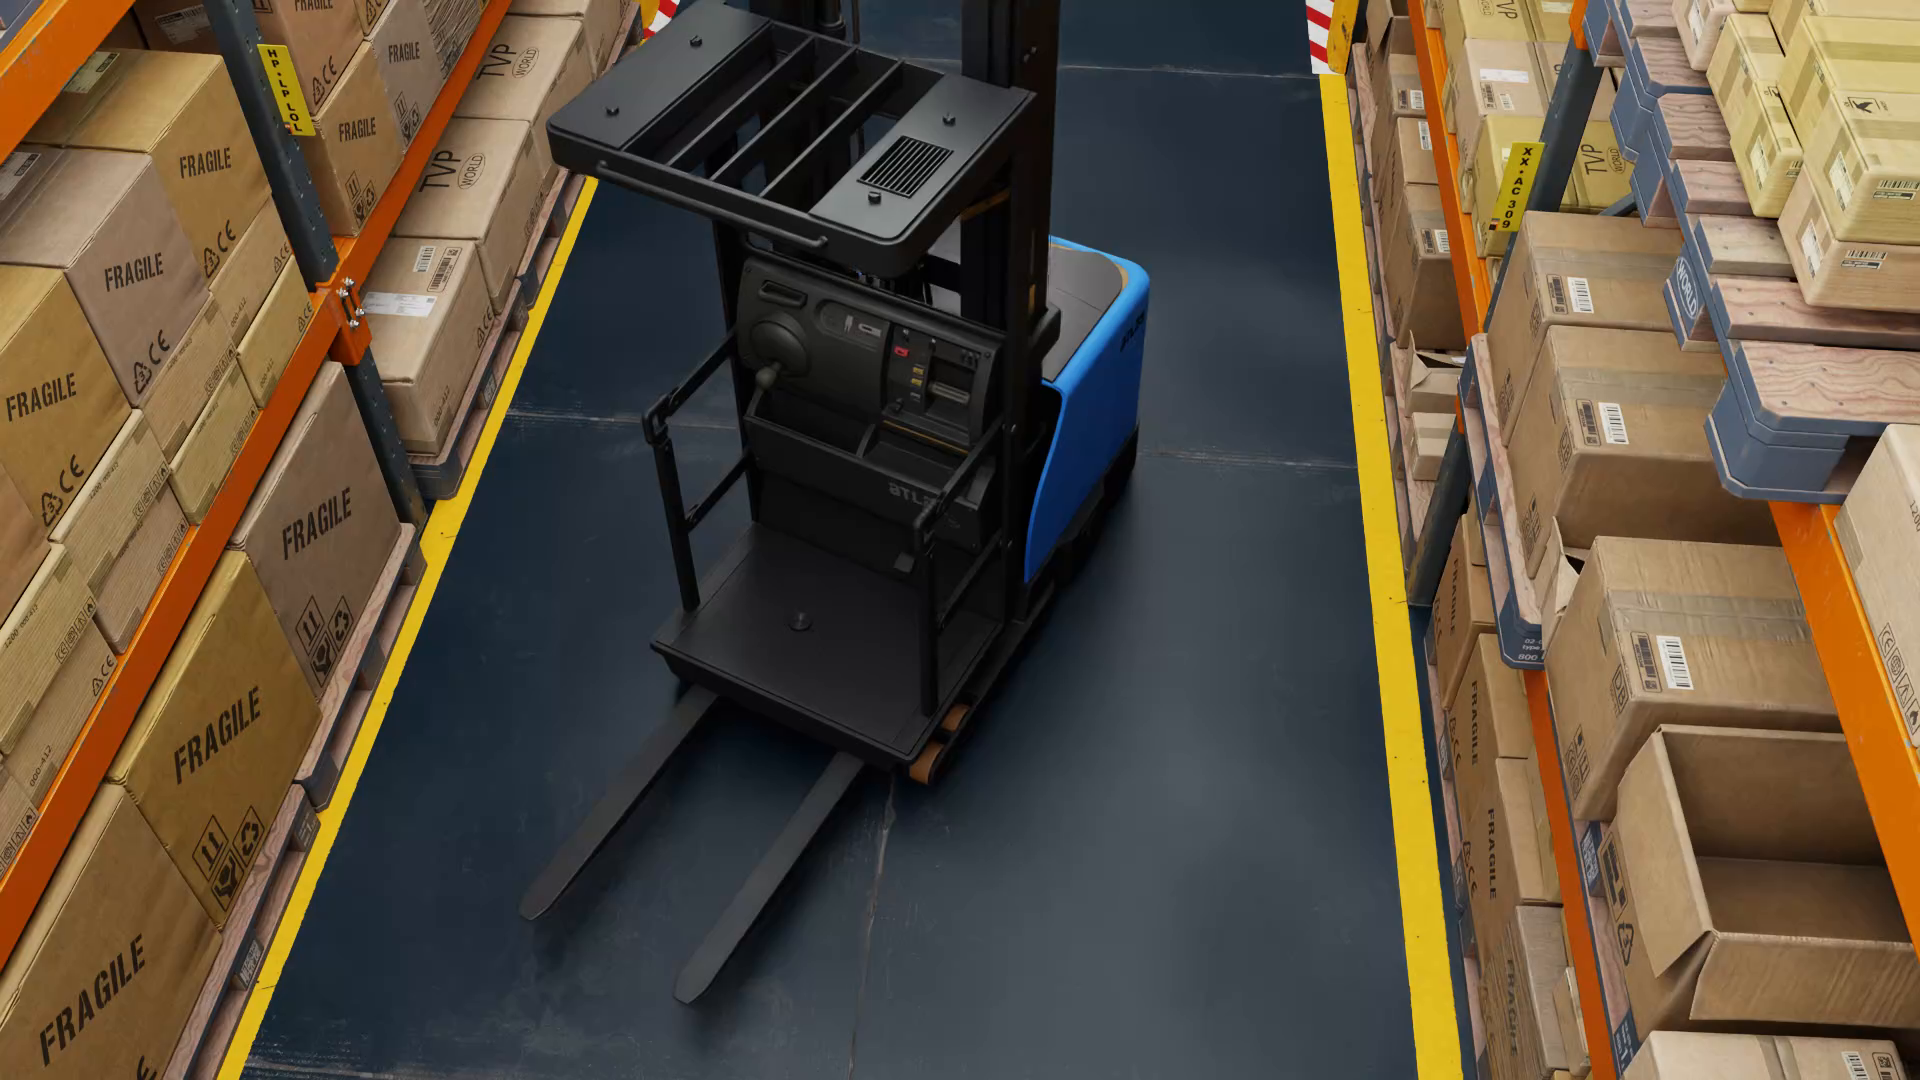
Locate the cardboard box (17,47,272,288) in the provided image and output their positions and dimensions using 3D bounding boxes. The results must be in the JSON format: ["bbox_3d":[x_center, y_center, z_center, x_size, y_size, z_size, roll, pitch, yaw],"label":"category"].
[{"bbox_3d":[-2.477,-1.120,4.996,0.500,0.500,0.500,5,48,5],"label":"cardboard box"}]

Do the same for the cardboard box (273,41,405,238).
[{"bbox_3d":[-2.383,-1.455,5.980,0.500,0.500,0.500,5,48,5],"label":"cardboard box"}]

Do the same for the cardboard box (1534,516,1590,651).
[{"bbox_3d":[1.748,0.136,4.400,0.396,0.266,0.258,6,48,5],"label":"cardboard box"}]

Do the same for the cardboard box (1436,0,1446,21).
[{"bbox_3d":[2.198,-2.317,6.736,0.500,0.250,0.500,3,48,3],"label":"cardboard box"}]

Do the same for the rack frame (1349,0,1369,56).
[{"bbox_3d":[2.622,-3.703,8.104,1.000,3.000,0.127,4,48,4],"label":"rack frame"}]

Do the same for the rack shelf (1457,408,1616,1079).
[{"bbox_3d":[2.075,0.949,4.336,1.077,0.370,4.000,4,48,4],"label":"rack shelf"}]

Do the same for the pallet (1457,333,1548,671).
[{"bbox_3d":[2.076,-0.118,4.956,1.003,0.211,1.213,4,48,4],"label":"pallet"}]

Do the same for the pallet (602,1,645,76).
[{"bbox_3d":[-2.317,-2.500,8.893,1.003,0.211,1.213,4,48,4],"label":"pallet"}]

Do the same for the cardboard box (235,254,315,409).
[{"bbox_3d":[-2.476,-0.697,5.456,0.500,0.250,0.500,3,48,3],"label":"cardboard box"}]

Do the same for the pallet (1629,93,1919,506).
[{"bbox_3d":[2.036,-0.475,3.246,1.213,0.211,1.003,4,48,4],"label":"pallet"}]

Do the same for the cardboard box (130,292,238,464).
[{"bbox_3d":[-2.522,-0.504,4.941,0.500,0.250,0.500,5,48,4],"label":"cardboard box"}]

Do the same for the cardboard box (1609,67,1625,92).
[{"bbox_3d":[2.610,-1.528,6.015,0.500,0.250,0.500,3,48,3],"label":"cardboard box"}]

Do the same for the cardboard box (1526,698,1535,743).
[{"bbox_3d":[1.988,0.566,5.169,0.380,0.149,0.250,3,48,3],"label":"cardboard box"}]

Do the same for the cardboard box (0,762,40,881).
[{"bbox_3d":[-2.673,0.789,4.097,0.500,0.250,0.500,5,48,5],"label":"cardboard box"}]

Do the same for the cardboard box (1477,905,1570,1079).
[{"bbox_3d":[1.847,1.418,4.830,0.500,0.500,0.500,2,48,2],"label":"cardboard box"}]

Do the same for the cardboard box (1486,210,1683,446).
[{"bbox_3d":[1.990,-0.598,4.912,0.700,0.500,0.500,5,48,5],"label":"cardboard box"}]

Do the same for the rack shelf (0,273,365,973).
[{"bbox_3d":[-2.868,0.618,4.639,1.077,0.370,4.000,4,48,4],"label":"rack shelf"}]

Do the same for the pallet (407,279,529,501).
[{"bbox_3d":[-2.539,-0.707,7.253,1.003,0.211,1.213,4,48,4],"label":"pallet"}]

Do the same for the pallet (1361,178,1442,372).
[{"bbox_3d":[2.429,-1.226,7.728,1.003,0.211,1.213,4,48,4],"label":"pallet"}]

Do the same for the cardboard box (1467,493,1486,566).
[{"bbox_3d":[1.959,-0.034,5.719,0.380,0.149,0.250,6,48,5],"label":"cardboard box"}]

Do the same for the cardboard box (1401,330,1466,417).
[{"bbox_3d":[2.048,-0.674,6.902,0.396,0.266,0.258,5,48,5],"label":"cardboard box"}]

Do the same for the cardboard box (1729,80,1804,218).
[{"bbox_3d":[1.711,-0.737,3.176,0.380,0.149,0.250,5,48,4],"label":"cardboard box"}]

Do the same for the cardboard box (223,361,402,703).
[{"bbox_3d":[-2.663,-0.058,5.925,0.875,0.875,0.875,5,48,5],"label":"cardboard box"}]

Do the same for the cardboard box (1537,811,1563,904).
[{"bbox_3d":[1.903,0.929,4.837,0.380,0.149,0.250,5,48,5],"label":"cardboard box"}]

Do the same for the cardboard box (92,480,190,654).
[{"bbox_3d":[-2.589,0.047,4.776,0.500,0.250,0.500,3,48,2],"label":"cardboard box"}]

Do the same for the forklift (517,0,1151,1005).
[{"bbox_3d":[-0.413,-0.502,5.223,1.130,2.935,3.031,22,51,19],"label":"forklift"}]

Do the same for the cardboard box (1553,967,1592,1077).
[{"bbox_3d":[1.834,1.307,4.492,0.380,0.149,0.250,2,48,2],"label":"cardboard box"}]

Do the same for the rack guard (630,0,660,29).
[{"bbox_3d":[-2.319,-3.208,9.345,1.175,0.500,0.348,4,48,4],"label":"rack guard"}]

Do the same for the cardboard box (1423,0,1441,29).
[{"bbox_3d":[2.148,-2.256,6.951,0.380,0.149,0.250,5,48,4],"label":"cardboard box"}]

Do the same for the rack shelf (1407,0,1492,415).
[{"bbox_3d":[2.439,-1.990,7.025,1.077,0.370,4.000,4,48,4],"label":"rack shelf"}]

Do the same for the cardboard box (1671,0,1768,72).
[{"bbox_3d":[1.742,-1.113,3.520,0.380,0.149,0.250,4,48,4],"label":"cardboard box"}]

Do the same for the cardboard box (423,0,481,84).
[{"bbox_3d":[-2.281,-2.190,6.652,0.500,0.500,0.500,4,48,4],"label":"cardboard box"}]

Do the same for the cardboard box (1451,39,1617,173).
[{"bbox_3d":[2.092,-1.573,6.056,0.500,0.250,0.500,4,48,4],"label":"cardboard box"}]

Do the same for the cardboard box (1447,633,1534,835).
[{"bbox_3d":[1.950,0.671,5.513,0.500,0.500,0.500,3,48,3],"label":"cardboard box"}]

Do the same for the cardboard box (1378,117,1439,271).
[{"bbox_3d":[2.207,-1.550,7.544,0.500,0.500,0.500,5,48,4],"label":"cardboard box"}]

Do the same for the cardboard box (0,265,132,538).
[{"bbox_3d":[-2.582,-0.368,4.309,0.500,0.500,0.500,5,48,5],"label":"cardboard box"}]

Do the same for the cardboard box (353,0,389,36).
[{"bbox_3d":[-2.349,-2.170,5.956,0.500,0.500,0.500,3,48,3],"label":"cardboard box"}]

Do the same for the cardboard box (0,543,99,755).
[{"bbox_3d":[-2.593,0.254,4.247,0.500,0.250,0.500,5,48,4],"label":"cardboard box"}]

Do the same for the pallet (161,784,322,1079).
[{"bbox_3d":[-2.790,1.318,5.402,1.003,0.211,1.213,4,48,4],"label":"pallet"}]

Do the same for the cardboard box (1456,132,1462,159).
[{"bbox_3d":[2.087,-1.506,6.265,0.380,0.149,0.250,5,48,5],"label":"cardboard box"}]

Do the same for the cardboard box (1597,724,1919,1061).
[{"bbox_3d":[1.857,0.788,3.642,0.797,0.503,0.637,3,48,3],"label":"cardboard box"}]

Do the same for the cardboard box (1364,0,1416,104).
[{"bbox_3d":[2.472,-2.559,8.465,0.797,0.503,0.637,2,48,2],"label":"cardboard box"}]

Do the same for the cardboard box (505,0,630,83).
[{"bbox_3d":[-2.282,-2.819,8.747,0.875,0.438,0.875,2,48,2],"label":"cardboard box"}]

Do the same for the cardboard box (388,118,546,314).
[{"bbox_3d":[-2.441,-1.483,7.526,0.875,0.438,0.875,3,48,2],"label":"cardboard box"}]

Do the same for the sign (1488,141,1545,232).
[{"bbox_3d":[1.716,-1.086,5.124,0.100,0.325,0.005,4,48,4],"label":"sign"}]

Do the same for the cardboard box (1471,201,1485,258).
[{"bbox_3d":[2.037,-1.122,5.914,0.380,0.149,0.250,5,48,5],"label":"cardboard box"}]

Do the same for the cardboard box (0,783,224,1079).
[{"bbox_3d":[-2.820,1.263,4.717,0.875,0.875,0.875,4,48,4],"label":"cardboard box"}]

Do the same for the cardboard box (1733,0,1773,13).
[{"bbox_3d":[1.777,-1.201,3.399,0.380,0.149,0.250,3,48,3],"label":"cardboard box"}]

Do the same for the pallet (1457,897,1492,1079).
[{"bbox_3d":[2.112,1.677,5.073,1.003,0.211,1.213,4,48,4],"label":"pallet"}]

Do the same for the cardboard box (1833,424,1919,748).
[{"bbox_3d":[1.788,0.084,2.709,0.500,0.250,0.500,4,48,4],"label":"cardboard box"}]

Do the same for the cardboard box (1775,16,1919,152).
[{"bbox_3d":[1.744,-0.825,3.055,0.380,0.149,0.250,4,48,4],"label":"cardboard box"}]
